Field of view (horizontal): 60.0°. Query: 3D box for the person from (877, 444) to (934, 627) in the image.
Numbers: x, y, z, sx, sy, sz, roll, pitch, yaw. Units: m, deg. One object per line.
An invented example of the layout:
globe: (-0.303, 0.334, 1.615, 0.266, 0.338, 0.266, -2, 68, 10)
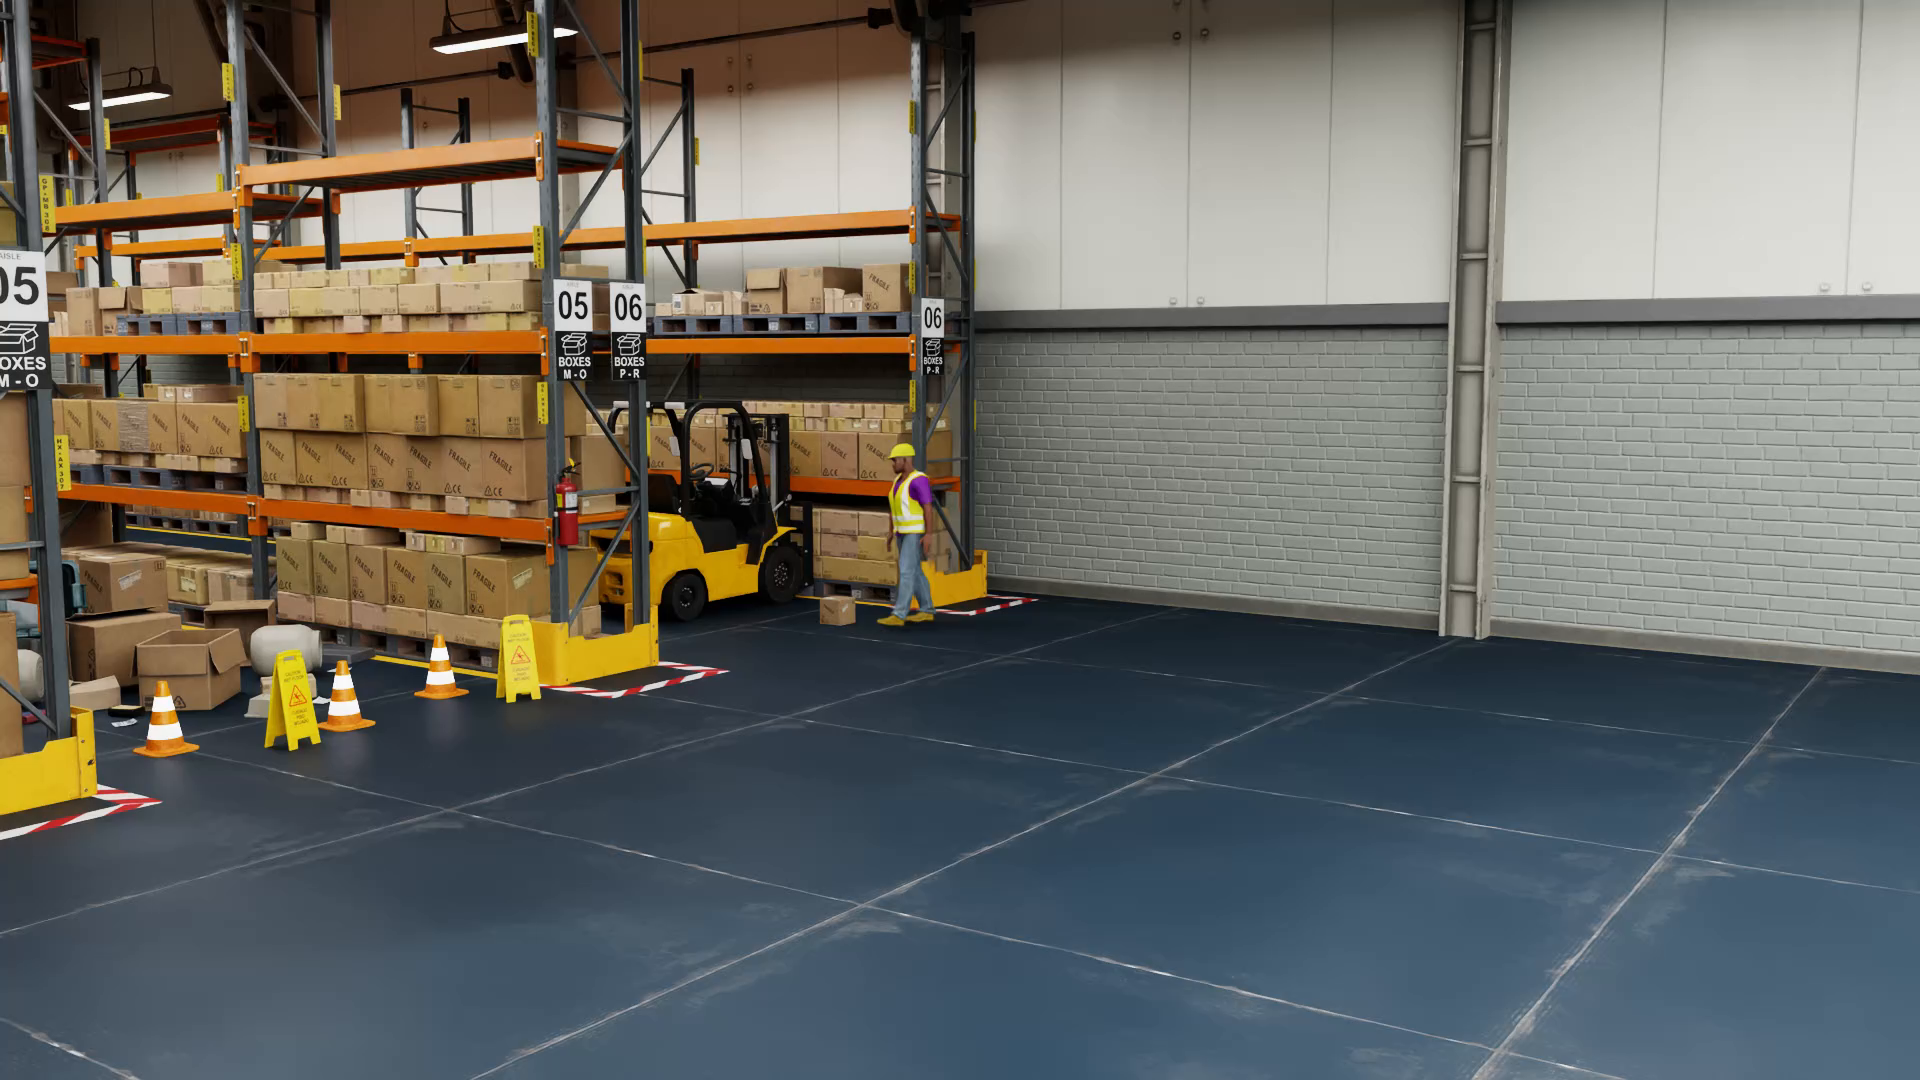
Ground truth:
person: (-0.553, -0.050, 16.011, 0.756, 1.745, 0.526, -3, 7, -29)
